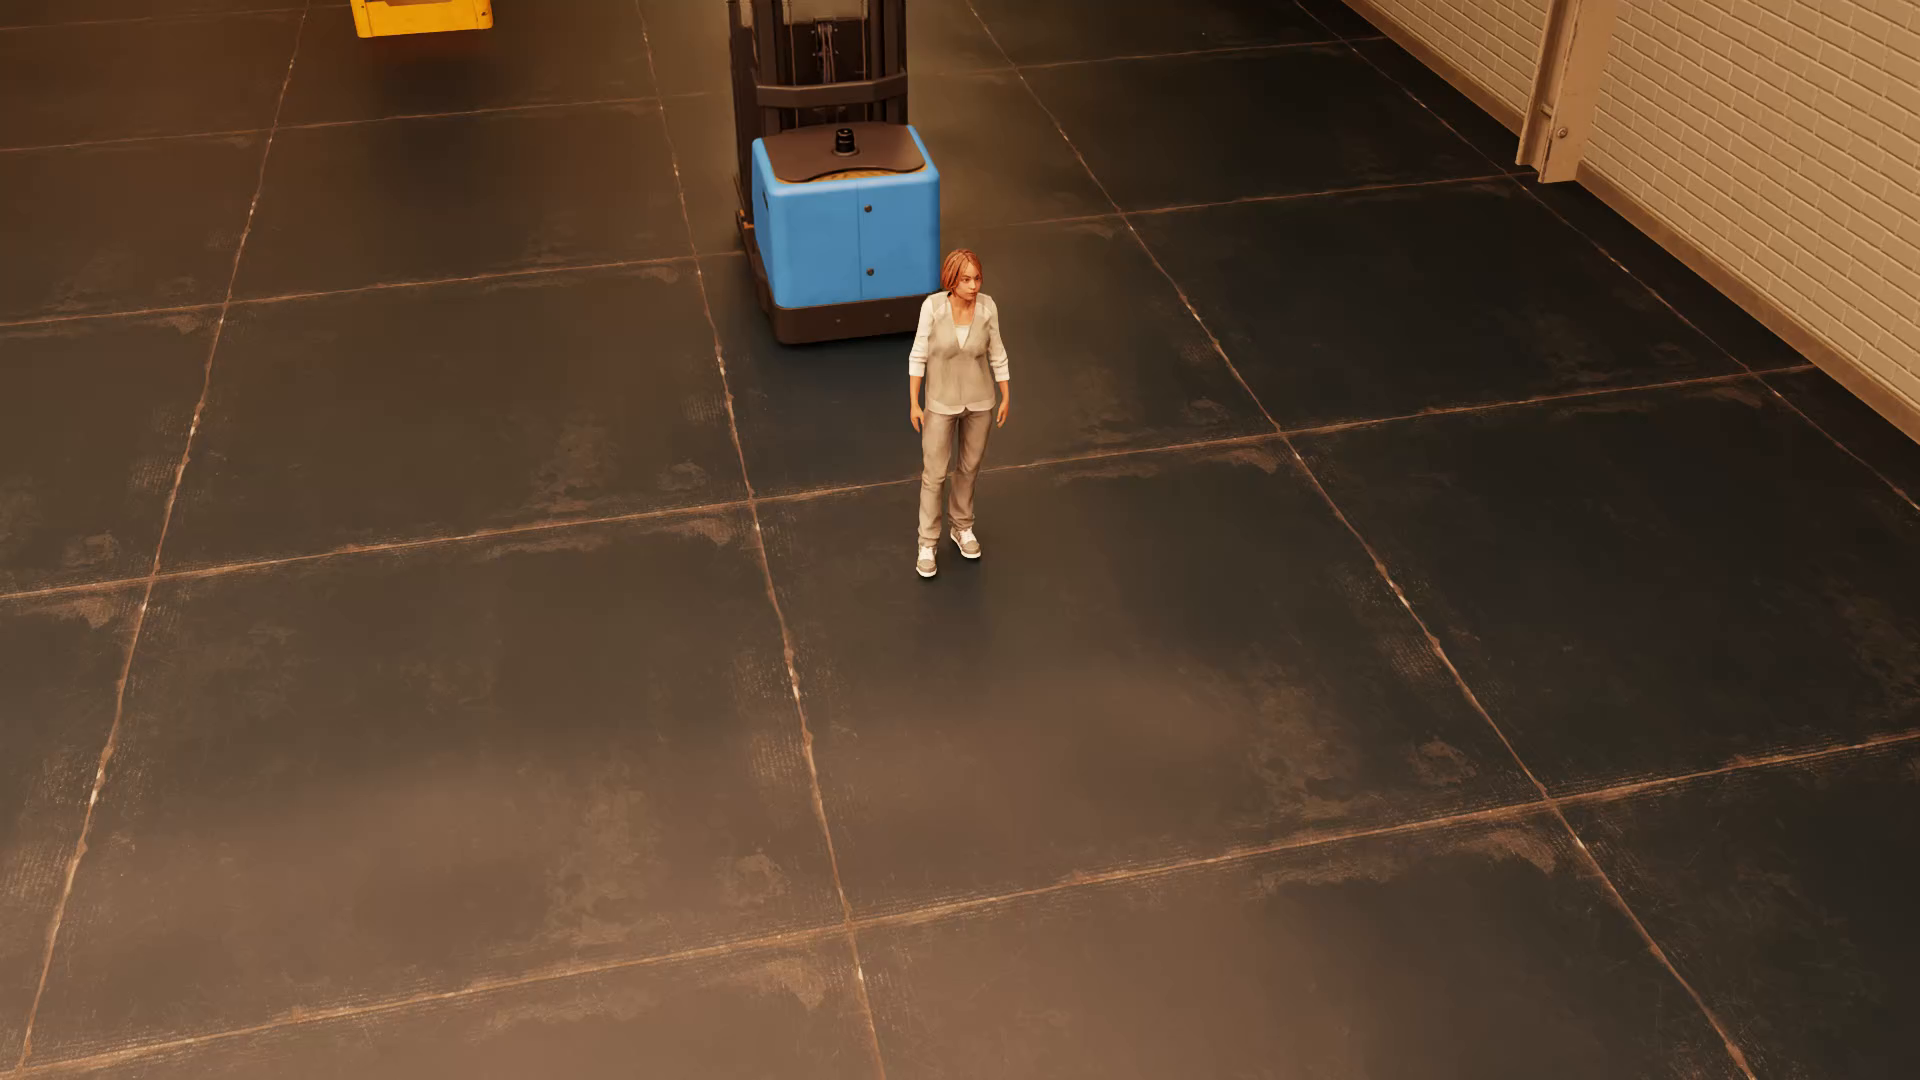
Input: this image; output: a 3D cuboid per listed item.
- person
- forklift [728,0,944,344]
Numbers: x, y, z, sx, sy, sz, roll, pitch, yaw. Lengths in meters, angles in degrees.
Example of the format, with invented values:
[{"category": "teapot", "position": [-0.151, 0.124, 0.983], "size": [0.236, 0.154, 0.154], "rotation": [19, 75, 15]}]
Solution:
[{"category": "person", "position": [0.003, -0.610, 8.027], "size": [0.520, 1.599, 0.473], "rotation": [-8, 36, -11]}, {"category": "forklift", "position": [-0.932, -3.236, 10.547], "size": [1.130, 2.935, 3.031], "rotation": [-8, 36, -11]}]
